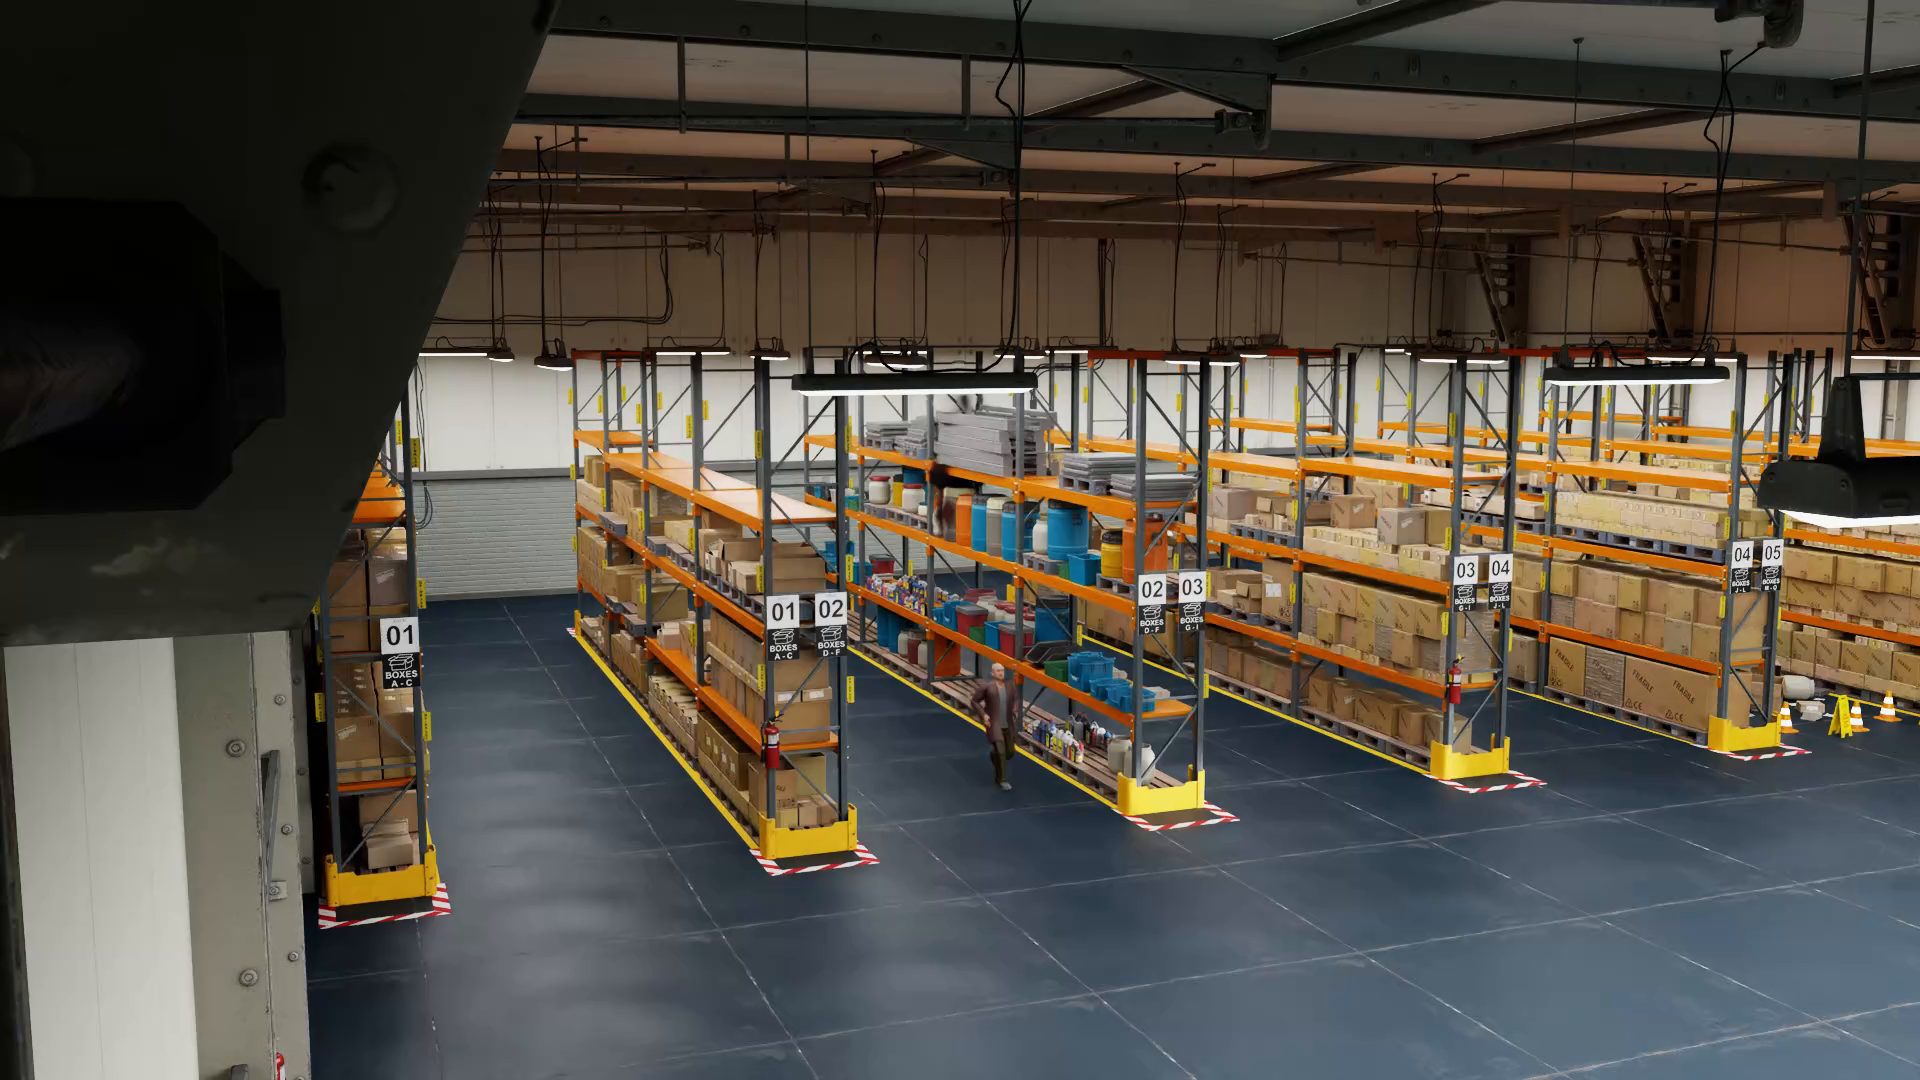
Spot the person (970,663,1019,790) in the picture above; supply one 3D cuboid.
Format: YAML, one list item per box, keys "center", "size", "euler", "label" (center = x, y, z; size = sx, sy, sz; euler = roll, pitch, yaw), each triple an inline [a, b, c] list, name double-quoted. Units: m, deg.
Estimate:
- center: [0.535, 2.593, 23.244]
  size: [0.716, 1.721, 0.769]
  euler: [-3, 8, -25]
  label: "person"

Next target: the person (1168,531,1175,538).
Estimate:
- center: [4.782, 0.612, 39.246]
  size: [0.757, 1.678, 0.574]
  euler: [-2, 7, -13]
  label: "person"

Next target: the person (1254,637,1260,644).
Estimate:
- center: [5.911, 1.441, 33.018]
  size: [0.520, 1.560, 0.570]
  euler: [-3, 8, -24]
  label: "person"
